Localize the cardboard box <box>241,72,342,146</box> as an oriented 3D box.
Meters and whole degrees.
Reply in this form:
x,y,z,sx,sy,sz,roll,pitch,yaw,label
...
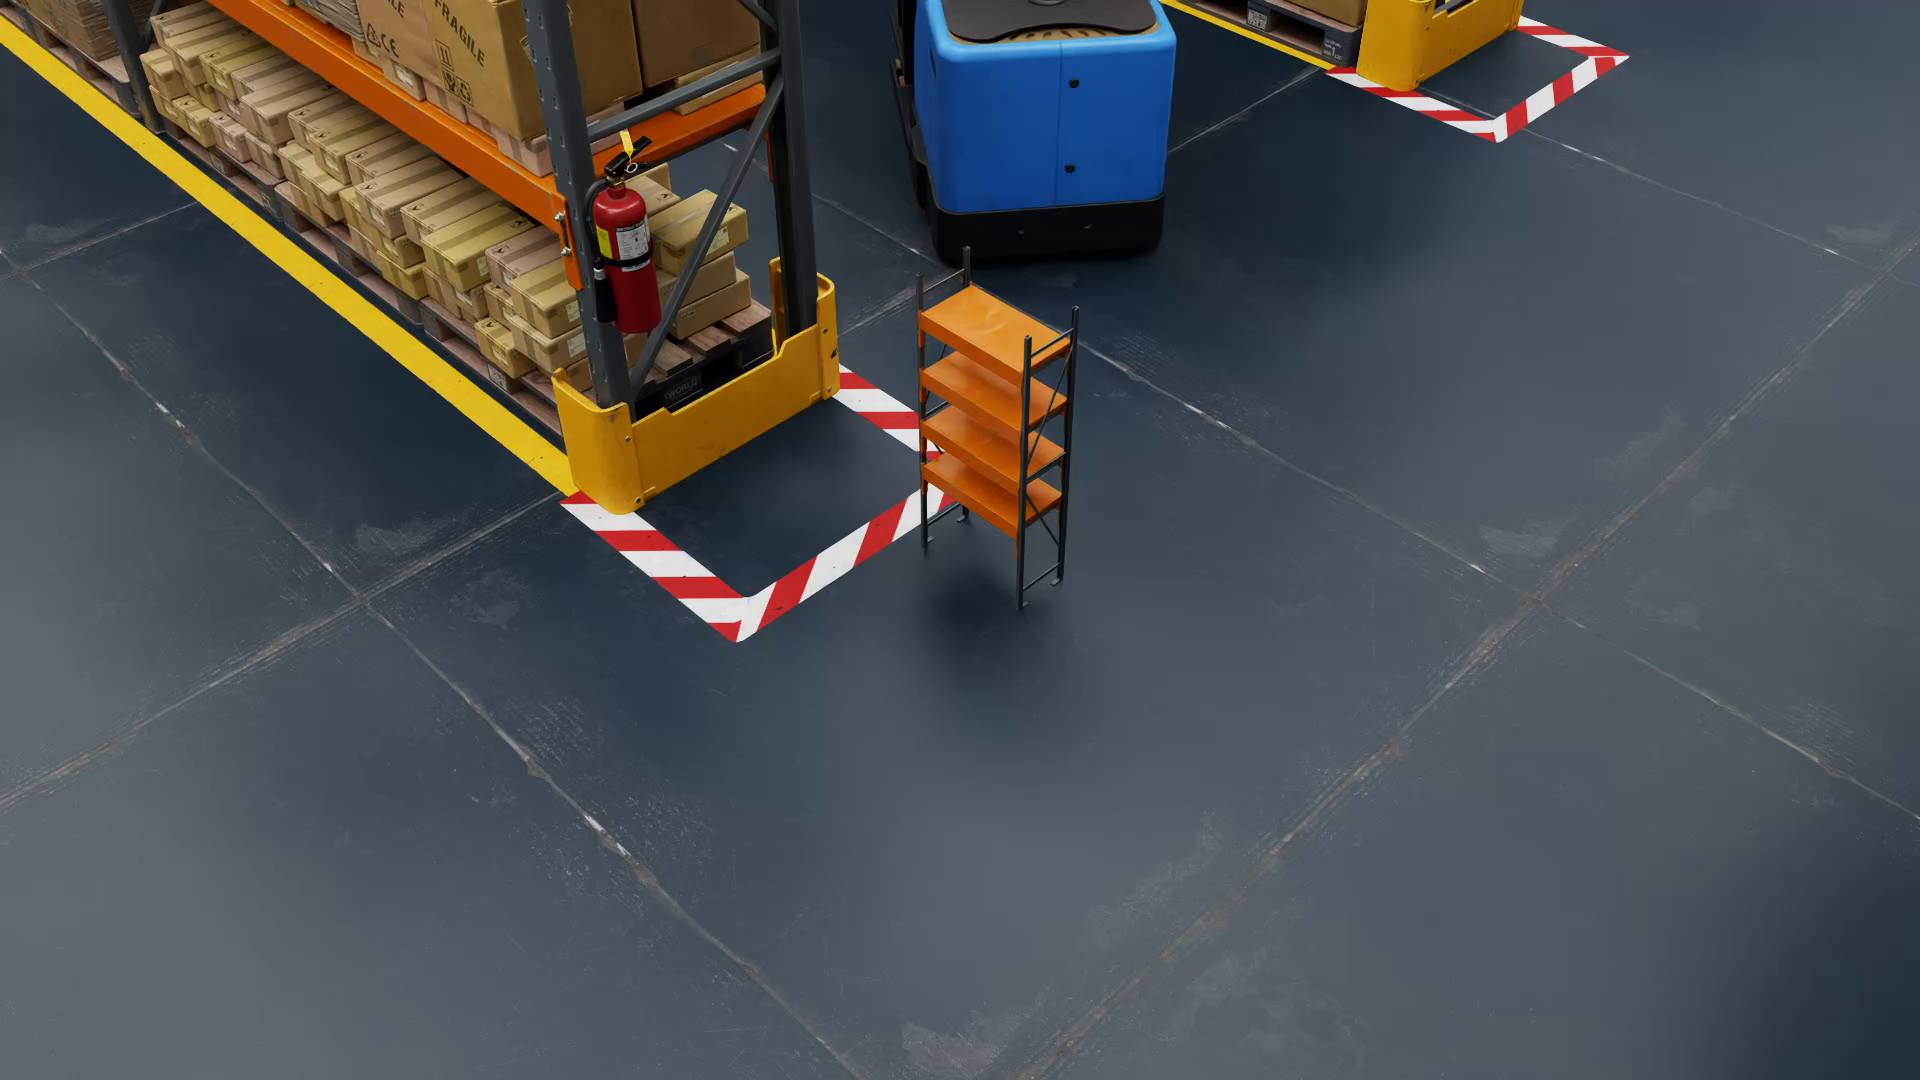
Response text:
x,y,z,sx,sy,sz,roll,pitch,yaw,label
-2.994,-1.953,7.506,0.380,0.149,0.250,-33,52,-30,cardboard box

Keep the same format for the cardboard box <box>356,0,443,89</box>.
x,y,z,sx,sy,sz,roll,pitch,yaw,label
-1.813,-1.993,5.904,0.500,0.500,0.500,33,52,31,cardboard box

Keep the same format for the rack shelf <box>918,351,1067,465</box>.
x,y,z,sx,sy,sz,roll,pitch,yaw,label
0.117,-0.476,5.651,0.258,0.148,0.480,-34,53,-31,rack shelf

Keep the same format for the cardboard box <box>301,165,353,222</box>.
x,y,z,sx,sy,sz,roll,pitch,yaw,label
-2.654,-1.581,7.322,0.380,0.149,0.250,-34,52,-31,cardboard box

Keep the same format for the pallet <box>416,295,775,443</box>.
x,y,z,sx,sy,sz,roll,pitch,yaw,label
-1.556,-0.924,7.095,1.003,0.211,1.213,-34,53,-31,pallet

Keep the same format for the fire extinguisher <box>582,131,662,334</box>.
x,y,z,sx,sy,sz,roll,pitch,yaw,label
-1.103,-0.997,5.451,0.296,0.674,0.183,-34,53,-31,fire extinguisher

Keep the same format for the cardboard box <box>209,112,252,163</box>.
x,y,z,sx,sy,sz,roll,pitch,yaw,label
-3.349,-1.983,7.976,0.250,0.149,0.380,34,52,31,cardboard box

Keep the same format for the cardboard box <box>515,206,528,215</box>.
x,y,z,sx,sy,sz,roll,pitch,yaw,label
-1.890,-1.587,7.329,0.250,0.149,0.380,32,51,30,cardboard box

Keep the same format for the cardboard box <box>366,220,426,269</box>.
x,y,z,sx,sy,sz,roll,pitch,yaw,label
-2.272,-1.329,7.051,0.380,0.149,0.250,-33,52,-31,cardboard box

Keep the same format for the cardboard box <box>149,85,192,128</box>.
x,y,z,sx,sy,sz,roll,pitch,yaw,label
-3.749,-2.205,8.217,0.250,0.149,0.380,32,51,30,cardboard box

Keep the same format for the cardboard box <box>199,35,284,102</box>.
x,y,z,sx,sy,sz,roll,pitch,yaw,label
-3.316,-2.229,7.805,0.250,0.149,0.380,33,52,31,cardboard box

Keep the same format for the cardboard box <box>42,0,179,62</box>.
x,y,z,sx,sy,sz,roll,pitch,yaw,label
-4.480,-2.898,8.708,0.500,0.500,0.500,33,52,31,cardboard box

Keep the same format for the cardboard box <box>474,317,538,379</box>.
x,y,z,sx,sy,sz,roll,pitch,yaw,label
-1.726,-0.840,6.740,0.380,0.149,0.250,-32,52,-30,cardboard box

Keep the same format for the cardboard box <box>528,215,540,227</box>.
x,y,z,sx,sy,sz,roll,pitch,yaw,label
-1.871,-1.472,7.424,0.380,0.149,0.250,-34,52,-31,cardboard box

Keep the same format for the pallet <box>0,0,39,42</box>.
x,y,z,sx,sy,sz,roll,pitch,yaw,label
-5.195,-3.362,9.733,1.003,0.211,1.213,-34,53,-31,pallet

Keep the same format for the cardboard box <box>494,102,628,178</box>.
x,y,z,sx,sy,sz,roll,pitch,yaw,label
-1.384,-1.434,5.776,0.380,0.149,0.250,-34,53,-31,cardboard box

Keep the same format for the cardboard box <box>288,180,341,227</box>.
x,y,z,sx,sy,sz,roll,pitch,yaw,label
-2.804,-1.601,7.563,0.250,0.149,0.380,33,52,30,cardboard box

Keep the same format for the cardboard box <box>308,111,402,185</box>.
x,y,z,sx,sy,sz,roll,pitch,yaw,label
-2.596,-1.724,7.259,0.380,0.149,0.250,-34,52,-31,cardboard box

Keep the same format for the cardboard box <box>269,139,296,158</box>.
x,y,z,sx,sy,sz,roll,pitch,yaw,label
-2.943,-1.863,7.628,0.380,0.149,0.250,-32,51,-30,cardboard box

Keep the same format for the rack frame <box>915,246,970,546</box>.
x,y,z,sx,sy,sz,roll,pitch,yaw,label
-0.055,-0.478,5.884,0.240,1.200,0.015,-34,53,-31,rack frame

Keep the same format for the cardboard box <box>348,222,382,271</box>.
x,y,z,sx,sy,sz,roll,pitch,yaw,label
-2.439,-1.354,7.296,0.380,0.149,0.250,-33,52,-31,cardboard box

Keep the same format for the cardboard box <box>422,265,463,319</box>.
x,y,z,sx,sy,sz,roll,pitch,yaw,label
-2.036,-1.121,7.044,0.380,0.149,0.250,-34,52,-31,cardboard box

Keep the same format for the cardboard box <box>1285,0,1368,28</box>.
x,y,z,sx,sy,sz,roll,pitch,yaw,label
2.121,-3.476,9.058,0.875,0.875,0.875,-34,53,-31,cardboard box

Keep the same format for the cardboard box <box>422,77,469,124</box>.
x,y,z,sx,sy,sz,roll,pitch,yaw,label
-1.721,-1.684,6.048,0.250,0.149,0.380,34,52,31,cardboard box

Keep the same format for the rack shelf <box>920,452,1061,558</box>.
x,y,z,sx,sy,sz,roll,pitch,yaw,label
0.117,-0.166,5.937,0.258,0.148,0.480,-34,53,-31,rack shelf

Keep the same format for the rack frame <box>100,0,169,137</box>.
x,y,z,sx,sy,sz,roll,pitch,yaw,label
-3.779,-3.427,7.748,1.000,3.000,0.127,-34,53,-31,rack frame

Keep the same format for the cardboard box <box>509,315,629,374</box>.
x,y,z,sx,sy,sz,roll,pitch,yaw,label
-1.529,-0.838,6.519,0.250,0.149,0.380,33,52,30,cardboard box

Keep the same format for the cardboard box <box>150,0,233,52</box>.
x,y,z,sx,sy,sz,roll,pitch,yaw,label
-3.682,-2.488,8.085,0.380,0.149,0.250,-32,51,-30,cardboard box

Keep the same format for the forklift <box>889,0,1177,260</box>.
x,y,z,sx,sy,sz,roll,pitch,yaw,label
0.226,-3.343,7.708,1.130,2.935,3.031,-5,43,-6,forklift

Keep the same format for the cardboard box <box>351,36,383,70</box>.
x,y,z,sx,sy,sz,roll,pitch,yaw,label
-2.083,-1.937,6.321,0.250,0.149,0.380,32,51,30,cardboard box

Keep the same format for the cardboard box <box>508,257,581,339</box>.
x,y,z,sx,sy,sz,roll,pitch,yaw,label
-1.507,-0.963,6.435,0.380,0.149,0.250,-33,52,-31,cardboard box

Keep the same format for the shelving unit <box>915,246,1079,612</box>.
x,y,z,sx,sy,sz,roll,pitch,yaw,label
0.117,-0.361,5.757,0.258,1.200,0.503,-34,53,-31,shelving unit

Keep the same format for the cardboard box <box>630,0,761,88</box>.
x,y,z,sx,sy,sz,roll,pitch,yaw,label
-1.075,-1.999,5.910,0.500,0.500,0.500,-32,51,-30,cardboard box

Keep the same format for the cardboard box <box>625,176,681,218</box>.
x,y,z,sx,sy,sz,roll,pitch,yaw,label
-1.363,-1.320,6.821,0.380,0.149,0.250,-33,52,-31,cardboard box

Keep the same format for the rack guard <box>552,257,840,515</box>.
x,y,z,sx,sy,sz,roll,pitch,yaw,label
-1.007,-0.623,6.556,1.175,0.500,0.348,-34,53,-31,rack guard

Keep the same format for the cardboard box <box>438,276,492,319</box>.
x,y,z,sx,sy,sz,roll,pitch,yaw,label
-1.897,-1.087,6.788,0.250,0.149,0.380,32,52,30,cardboard box

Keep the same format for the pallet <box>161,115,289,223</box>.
x,y,z,sx,sy,sz,roll,pitch,yaw,label
-3.279,-2.097,8.364,1.003,0.211,1.213,-34,53,-31,pallet

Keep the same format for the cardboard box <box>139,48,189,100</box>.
x,y,z,sx,sy,sz,roll,pitch,yaw,label
-3.749,-2.316,8.118,0.380,0.149,0.250,-32,51,-30,cardboard box

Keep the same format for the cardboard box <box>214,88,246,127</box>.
x,y,z,sx,sy,sz,roll,pitch,yaw,label
-3.309,-2.137,7.925,0.250,0.149,0.380,34,52,31,cardboard box

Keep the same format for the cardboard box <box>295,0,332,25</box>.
x,y,z,sx,sy,sz,roll,pitch,yaw,label
-2.430,-2.214,6.621,0.380,0.149,0.250,-33,52,-31,cardboard box

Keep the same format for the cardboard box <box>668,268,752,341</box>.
x,y,z,sx,sy,sz,roll,pitch,yaw,label
-1.097,-1.017,6.932,0.380,0.149,0.250,-33,52,-31,cardboard box

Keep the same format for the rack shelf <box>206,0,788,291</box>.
x,y,z,sx,sy,sz,roll,pitch,yaw,label
-2.366,-2.201,6.952,1.077,0.370,4.000,-34,53,-31,rack shelf

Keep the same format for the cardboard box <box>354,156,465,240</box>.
x,y,z,sx,sy,sz,roll,pitch,yaw,label
-2.284,-1.432,6.943,0.380,0.149,0.250,-32,52,-30,cardboard box

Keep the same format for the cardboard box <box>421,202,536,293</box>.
x,y,z,sx,sy,sz,roll,pitch,yaw,label
-1.917,-1.175,6.664,0.250,0.149,0.380,33,52,31,cardboard box
